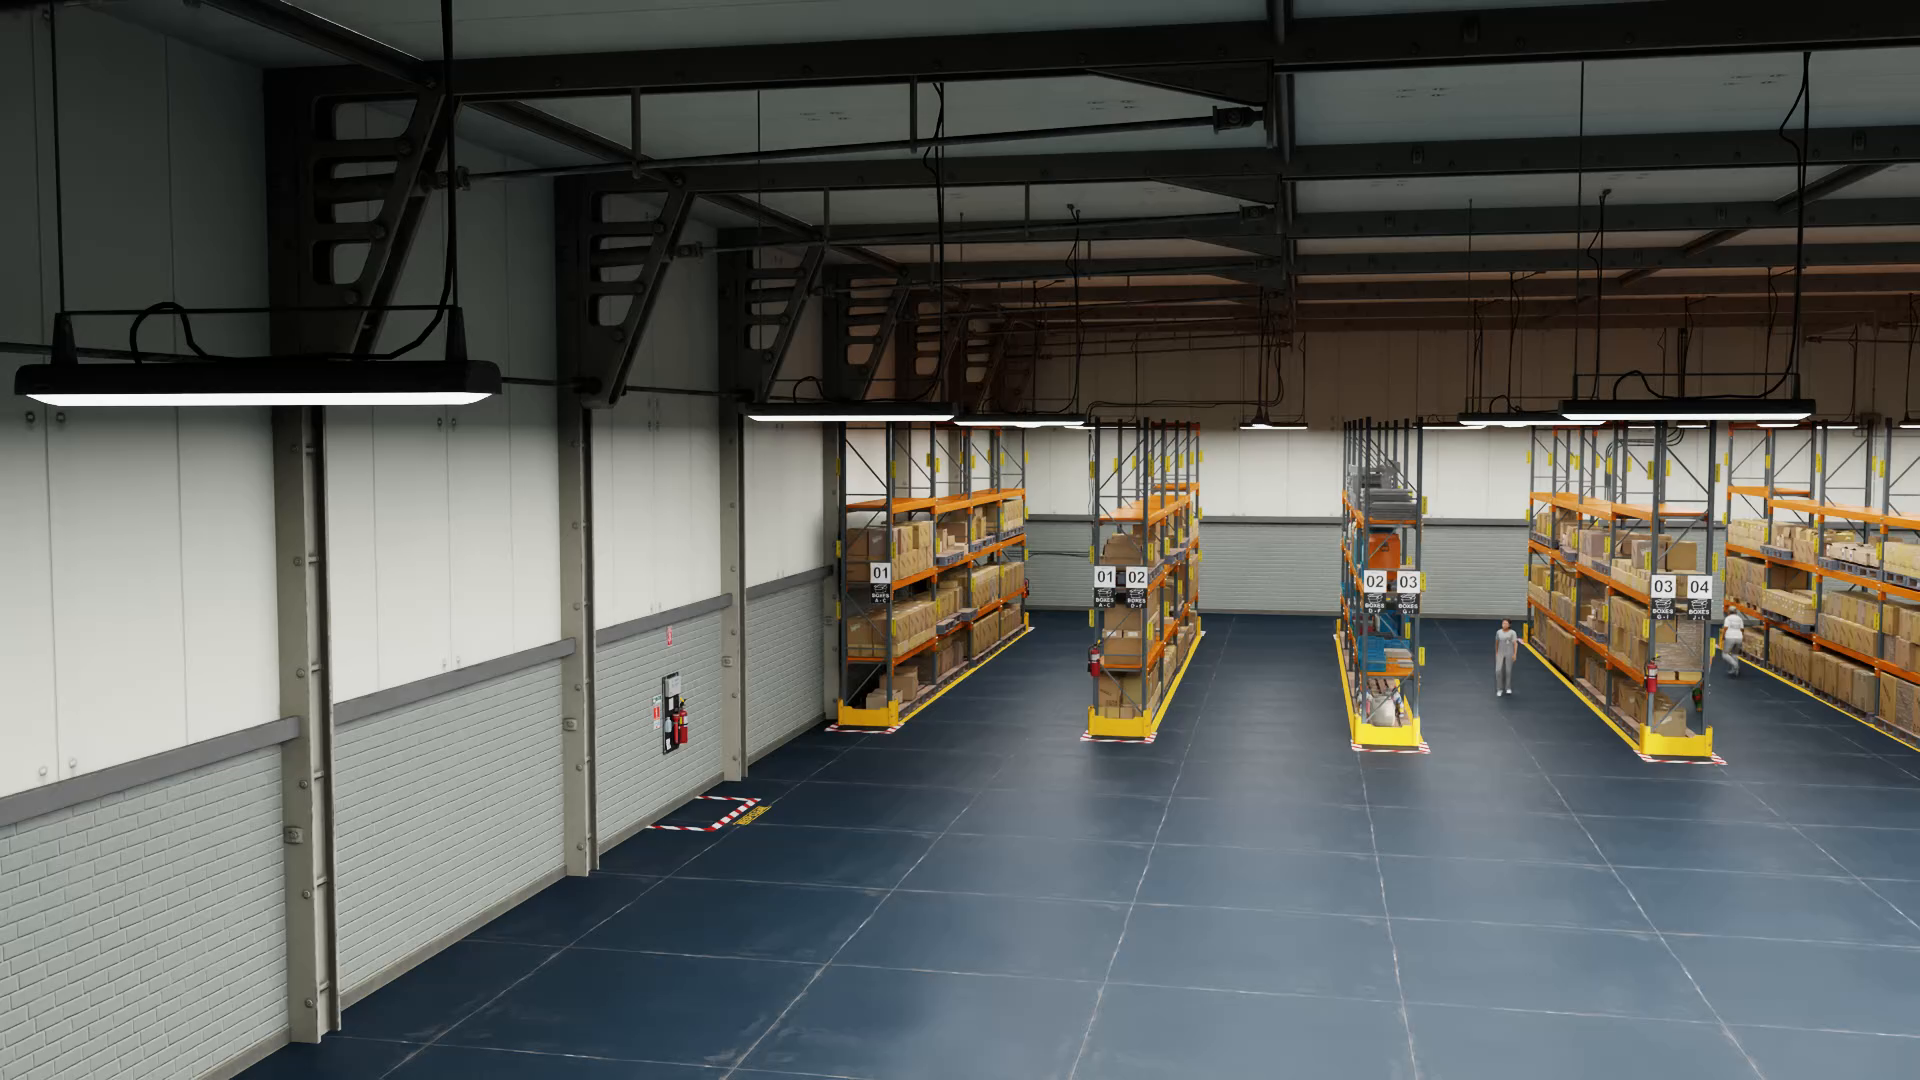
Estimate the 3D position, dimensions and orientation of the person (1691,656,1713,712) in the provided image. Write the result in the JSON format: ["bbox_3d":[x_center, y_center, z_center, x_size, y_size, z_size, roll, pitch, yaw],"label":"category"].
[{"bbox_3d":[15.181,2.655,34.270,0.592,1.698,0.796,2,4,23],"label":"person"}]

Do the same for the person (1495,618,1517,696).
[{"bbox_3d":[11.903,2.555,36.254,0.492,1.724,0.536,2,4,31],"label":"person"}]

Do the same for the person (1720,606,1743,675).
[{"bbox_3d":[18.229,2.376,39.168,0.544,1.625,0.681,0,4,-6],"label":"person"}]
